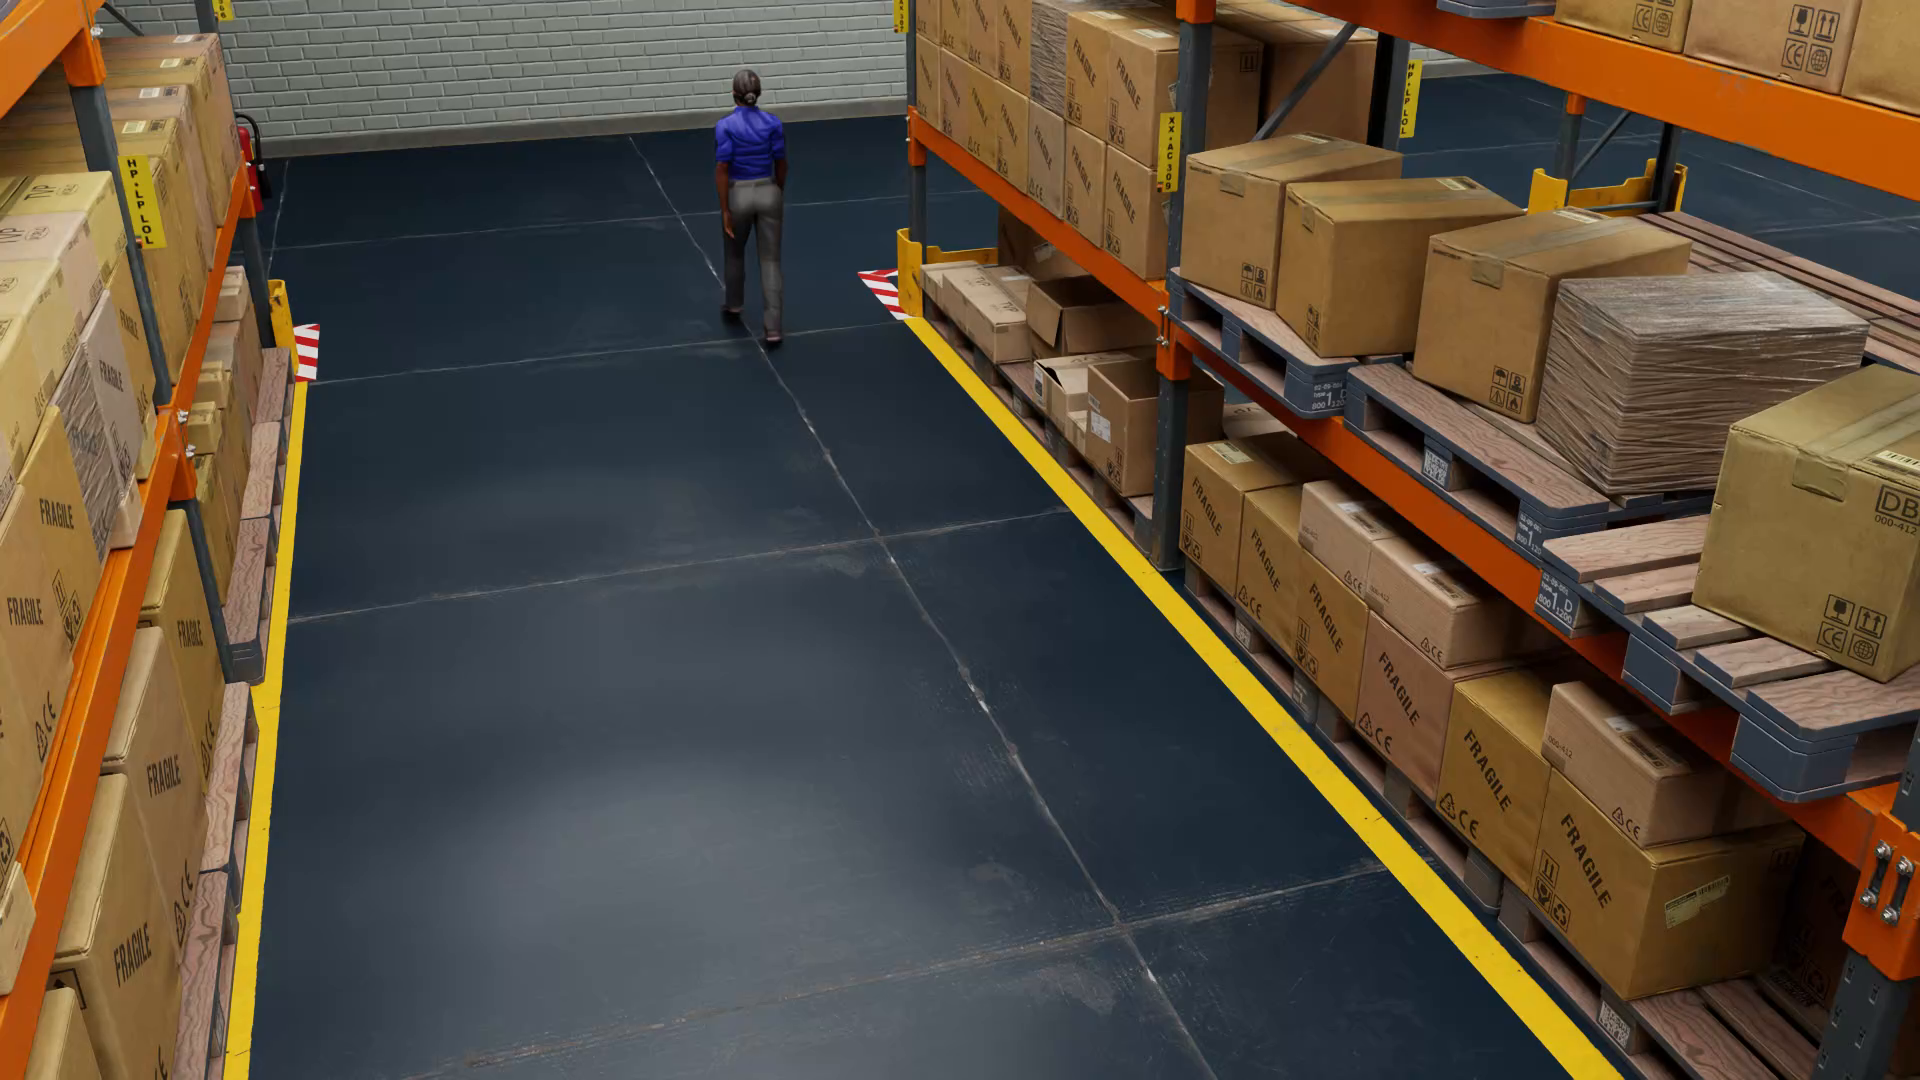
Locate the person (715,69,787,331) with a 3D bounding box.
[{"bbox_3d":[-1.276,-2.110,10.229,0.460,1.541,0.767,-7,27,-13],"label":"person"}]
